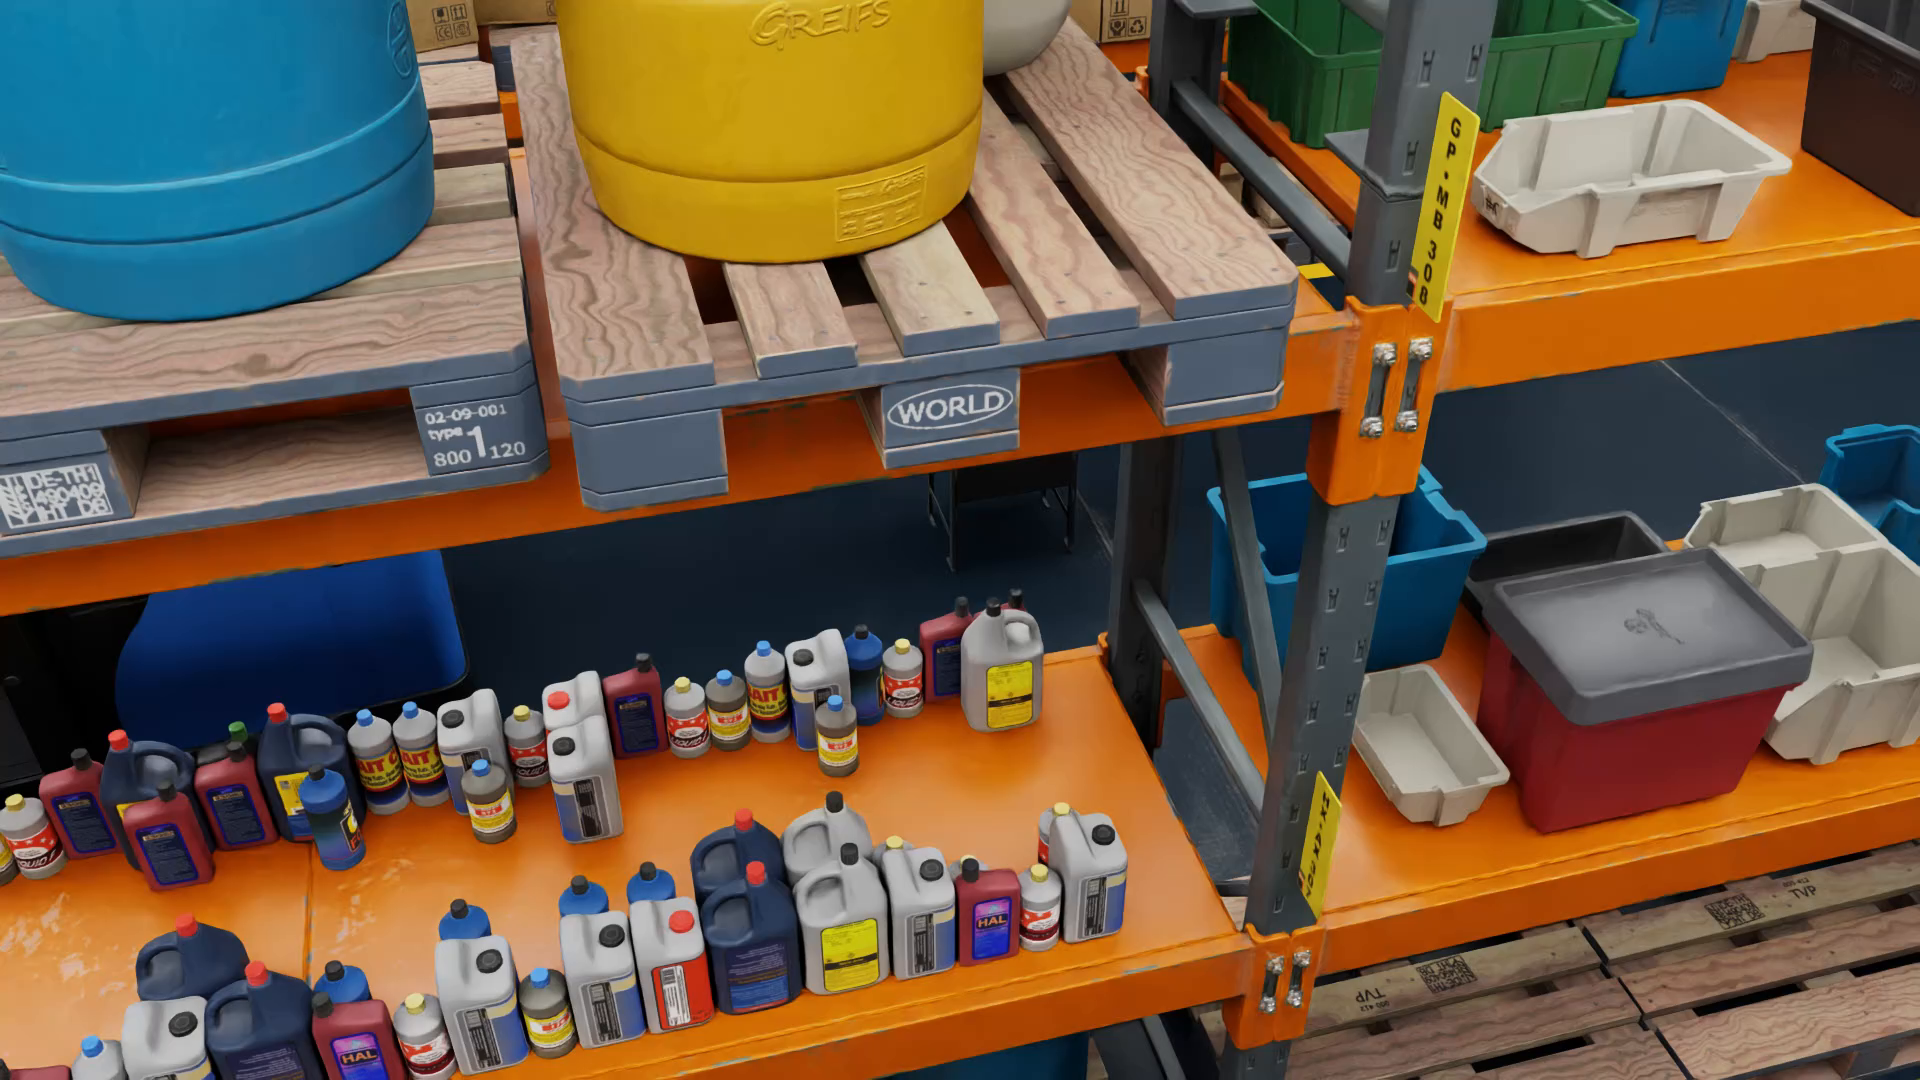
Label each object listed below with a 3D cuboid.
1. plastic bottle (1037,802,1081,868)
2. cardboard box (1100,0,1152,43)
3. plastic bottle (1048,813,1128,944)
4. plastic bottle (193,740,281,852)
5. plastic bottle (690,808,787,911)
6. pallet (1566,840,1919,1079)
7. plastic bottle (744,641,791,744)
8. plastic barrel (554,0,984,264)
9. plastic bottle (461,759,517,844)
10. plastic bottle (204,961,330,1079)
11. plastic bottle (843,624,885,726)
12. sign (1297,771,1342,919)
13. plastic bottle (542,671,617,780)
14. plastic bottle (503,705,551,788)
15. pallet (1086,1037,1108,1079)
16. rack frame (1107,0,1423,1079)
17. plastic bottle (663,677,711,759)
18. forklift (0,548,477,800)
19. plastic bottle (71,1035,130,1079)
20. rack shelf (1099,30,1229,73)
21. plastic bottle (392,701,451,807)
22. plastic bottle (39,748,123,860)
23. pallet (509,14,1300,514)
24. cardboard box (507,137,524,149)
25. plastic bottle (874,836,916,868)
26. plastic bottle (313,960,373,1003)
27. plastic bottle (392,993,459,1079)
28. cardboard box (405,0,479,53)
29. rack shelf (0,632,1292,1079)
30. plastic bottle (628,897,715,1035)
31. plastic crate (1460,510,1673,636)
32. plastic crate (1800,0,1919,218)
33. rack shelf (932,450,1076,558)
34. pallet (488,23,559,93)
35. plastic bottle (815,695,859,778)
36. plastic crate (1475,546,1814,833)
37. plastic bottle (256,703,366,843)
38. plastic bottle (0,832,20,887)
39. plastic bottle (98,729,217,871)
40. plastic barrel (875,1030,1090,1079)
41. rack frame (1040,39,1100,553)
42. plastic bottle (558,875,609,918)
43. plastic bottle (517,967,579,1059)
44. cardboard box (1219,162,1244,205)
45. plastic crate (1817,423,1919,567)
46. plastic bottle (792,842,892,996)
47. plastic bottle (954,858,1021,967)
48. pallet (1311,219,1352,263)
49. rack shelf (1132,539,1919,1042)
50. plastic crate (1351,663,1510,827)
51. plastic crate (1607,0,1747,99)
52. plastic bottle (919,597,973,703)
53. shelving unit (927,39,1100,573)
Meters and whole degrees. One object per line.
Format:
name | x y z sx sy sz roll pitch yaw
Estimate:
plastic bottle | 0.217 0.650 3.596 0.097 0.201 0.097 0 37 0
cardboard box | 0.816 -2.639 7.648 0.500 0.500 0.500 -10 38 -12
plastic bottle | 0.267 0.690 3.481 0.135 0.276 0.152 -9 38 -12
plastic bottle | -1.592 0.559 3.647 0.133 0.283 0.061 -9 38 -12
plastic bottle | -0.455 0.691 3.419 0.185 0.351 0.144 -9 38 -12
pallet | 2.443 1.162 5.058 1.213 0.211 1.003 -9 38 -12
plastic bottle | -0.455 0.350 3.929 0.097 0.271 0.097 0 37 0
plastic barrel | -0.265 -0.780 2.332 0.600 0.588 0.600 0 37 0
plastic bottle | -1.050 0.571 3.698 0.097 0.201 0.097 0 37 0
plastic bottle | -1.302 0.920 3.118 0.185 0.351 0.144 -9 38 -12
plastic bottle | -0.231 0.313 3.977 0.097 0.271 0.097 0 37 0
sign | 0.705 0.602 3.267 0.005 0.325 0.100 -9 38 -12
plastic bottle | -0.877 0.435 3.815 0.135 0.276 0.152 -9 38 -12
plastic bottle | -0.996 0.467 3.835 0.097 0.201 0.097 0 37 0
pallet | -0.192 1.594 4.492 1.213 0.211 1.003 -9 38 -12
rack frame | 0.563 0.389 3.773 0.127 3.000 1.000 -9 38 -12
plastic bottle | -0.643 0.409 3.910 0.097 0.201 0.097 0 37 0
forklift | -3.240 -0.401 4.861 3.031 2.935 1.130 -13 39 -17
plastic bottle | -1.562 1.009 3.068 0.097 0.271 0.097 0 37 0
rack shelf | 1.206 -2.548 8.205 4.000 0.370 1.077 -9 38 -12
plastic bottle | -1.220 0.476 3.765 0.097 0.271 0.097 0 37 0
plastic bottle | -1.916 0.573 3.628 0.133 0.283 0.061 -9 38 -12
pallet | -0.168 -0.546 2.682 1.003 0.211 1.213 -9 38 -12
cardboard box | -2.220 -1.905 7.849 0.500 0.250 0.500 -9 38 -12
plastic bottle | -0.136 0.707 3.520 0.097 0.201 0.097 0 37 0
plastic bottle | -1.176 0.908 3.201 0.097 0.271 0.097 0 37 0
plastic bottle | -1.031 0.950 3.203 0.097 0.201 0.097 0 37 0
cardboard box | -2.414 -2.408 7.001 0.500 0.500 0.700 -19 41 -23
rack shelf | -1.367 0.991 3.577 4.000 0.370 1.077 -9 38 -12
plastic bottle | -0.572 0.828 3.301 0.135 0.276 0.152 -9 38 -12
plastic crate | 1.574 0.139 4.276 0.590 0.125 0.437 -9 38 -12
plastic crate | 1.834 -0.787 2.948 0.590 0.269 0.497 -9 38 -12
rack shelf | 0.160 -0.293 6.580 0.480 0.518 0.431 -9 38 -12
pallet | -1.524 -2.378 7.548 1.213 0.211 1.003 -9 38 -12
plastic bottle | -0.286 0.446 3.862 0.097 0.201 0.097 0 37 0
plastic crate | 1.491 0.345 3.728 0.583 0.464 0.402 -9 38 -12
plastic bottle | -1.444 0.496 3.674 0.185 0.351 0.144 -9 38 -12
plastic bottle | -2.116 0.650 3.594 0.097 0.201 0.097 0 37 0
plastic bottle | -1.751 0.546 3.608 0.185 0.351 0.144 -9 38 -12
plastic barrel | 0.034 1.132 4.183 0.708 0.901 0.600 -9 38 -12
rack frame | 0.395 -0.899 6.197 0.015 2.100 0.400 -9 38 -12
plastic bottle | -0.753 0.781 3.366 0.097 0.271 0.097 0 37 0
plastic bottle | -0.807 0.913 3.251 0.097 0.201 0.097 0 37 0
cardboard box | 1.088 -2.001 8.590 0.637 0.503 0.797 -9 38 -12
plastic crate | 2.540 -0.100 4.500 0.300 0.233 0.416 -9 38 -12
plastic bottle | -0.239 0.746 3.347 0.185 0.351 0.144 -9 38 -12
plastic bottle | 0.056 0.751 3.396 0.133 0.283 0.061 -9 38 -12
pallet | 2.294 -1.904 9.066 1.213 0.211 1.003 -9 38 -12
rack shelf | 2.494 0.358 4.406 4.000 0.370 1.077 -9 38 -12
plastic crate | 1.050 0.480 3.822 0.243 0.136 0.396 -9 38 -12
plastic crate | 1.359 -1.068 3.346 0.300 0.233 0.416 -9 38 -12
plastic bottle | -0.031 0.264 4.032 0.133 0.283 0.061 -9 38 -12
shelving unit | 0.160 -0.860 6.146 0.503 2.100 0.431 -9 38 -12
